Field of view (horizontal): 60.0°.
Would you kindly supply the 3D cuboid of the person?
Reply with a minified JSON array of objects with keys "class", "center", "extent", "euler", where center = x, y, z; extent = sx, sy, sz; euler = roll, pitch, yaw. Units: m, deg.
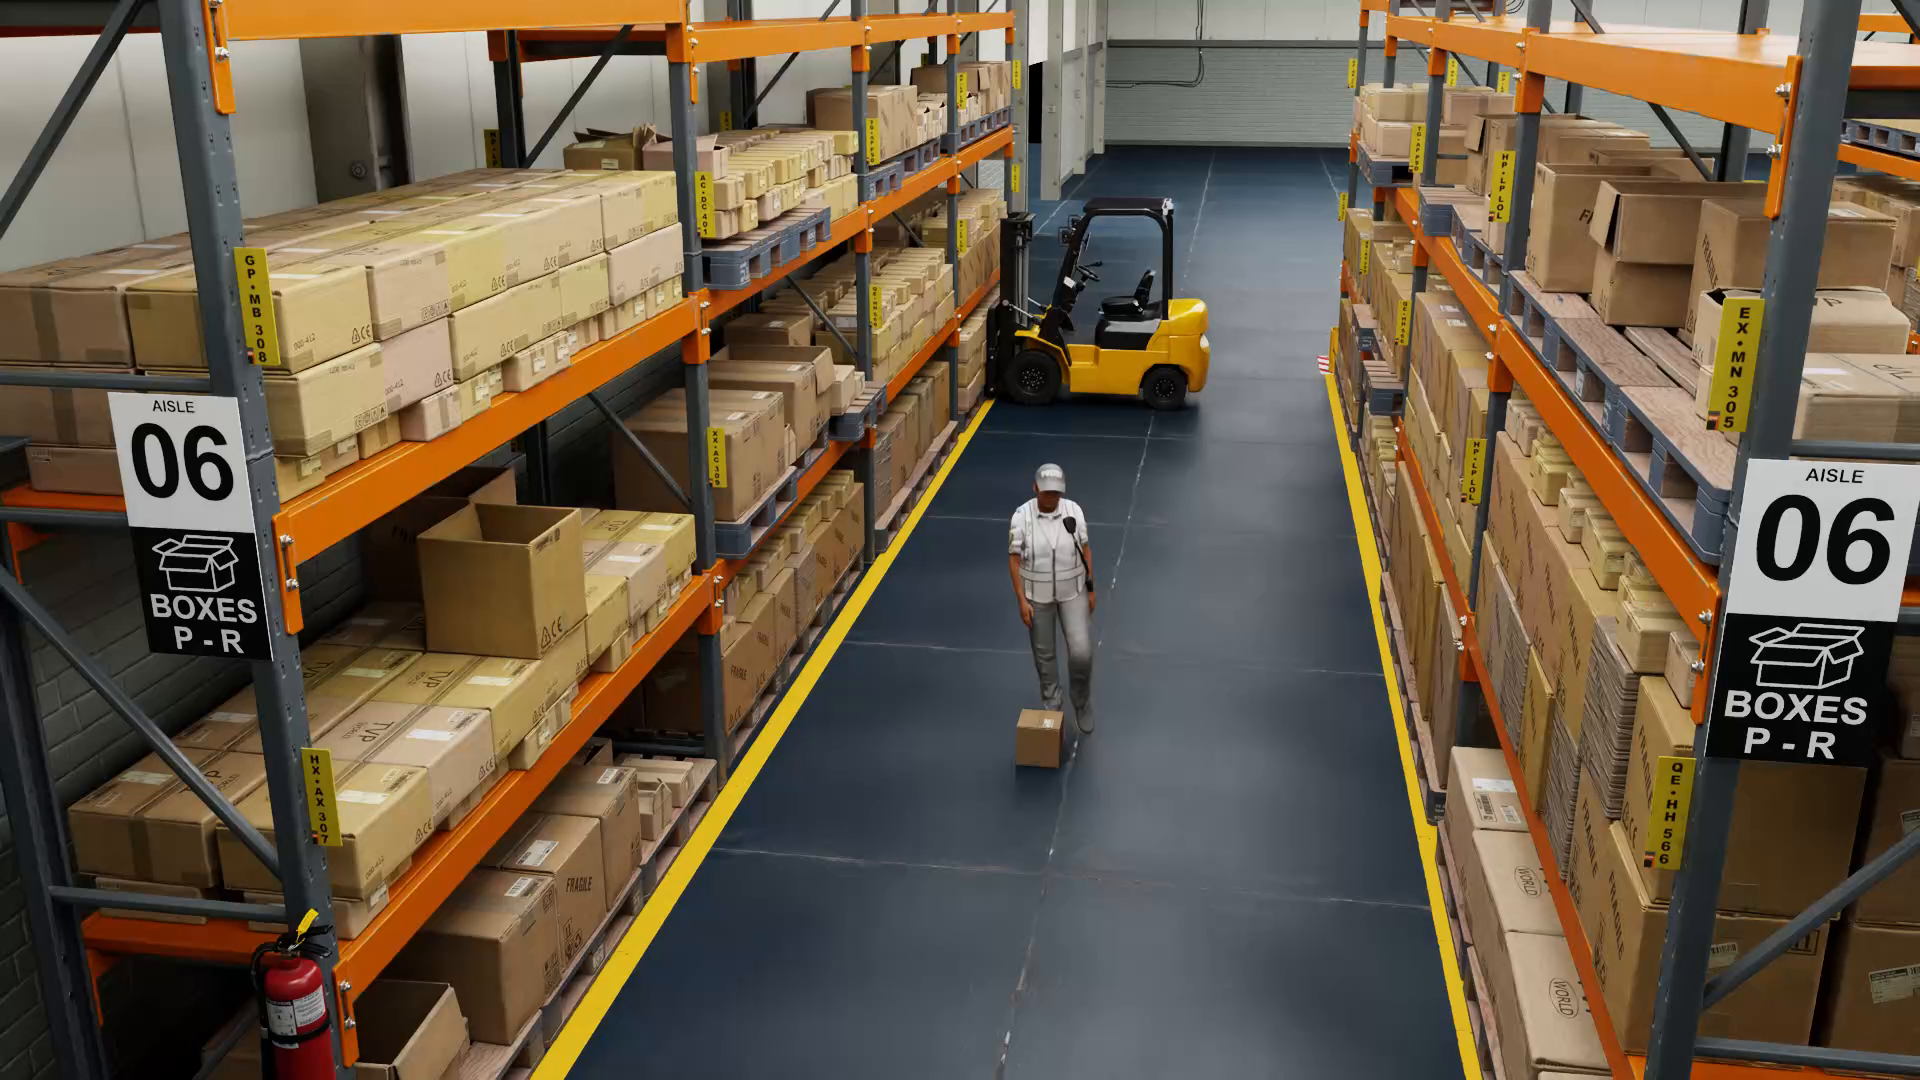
[{"class":"person","center":[0.556,0.362,9.921],"extent":[0.544,1.676,0.489],"euler":[0,18,1]}]
